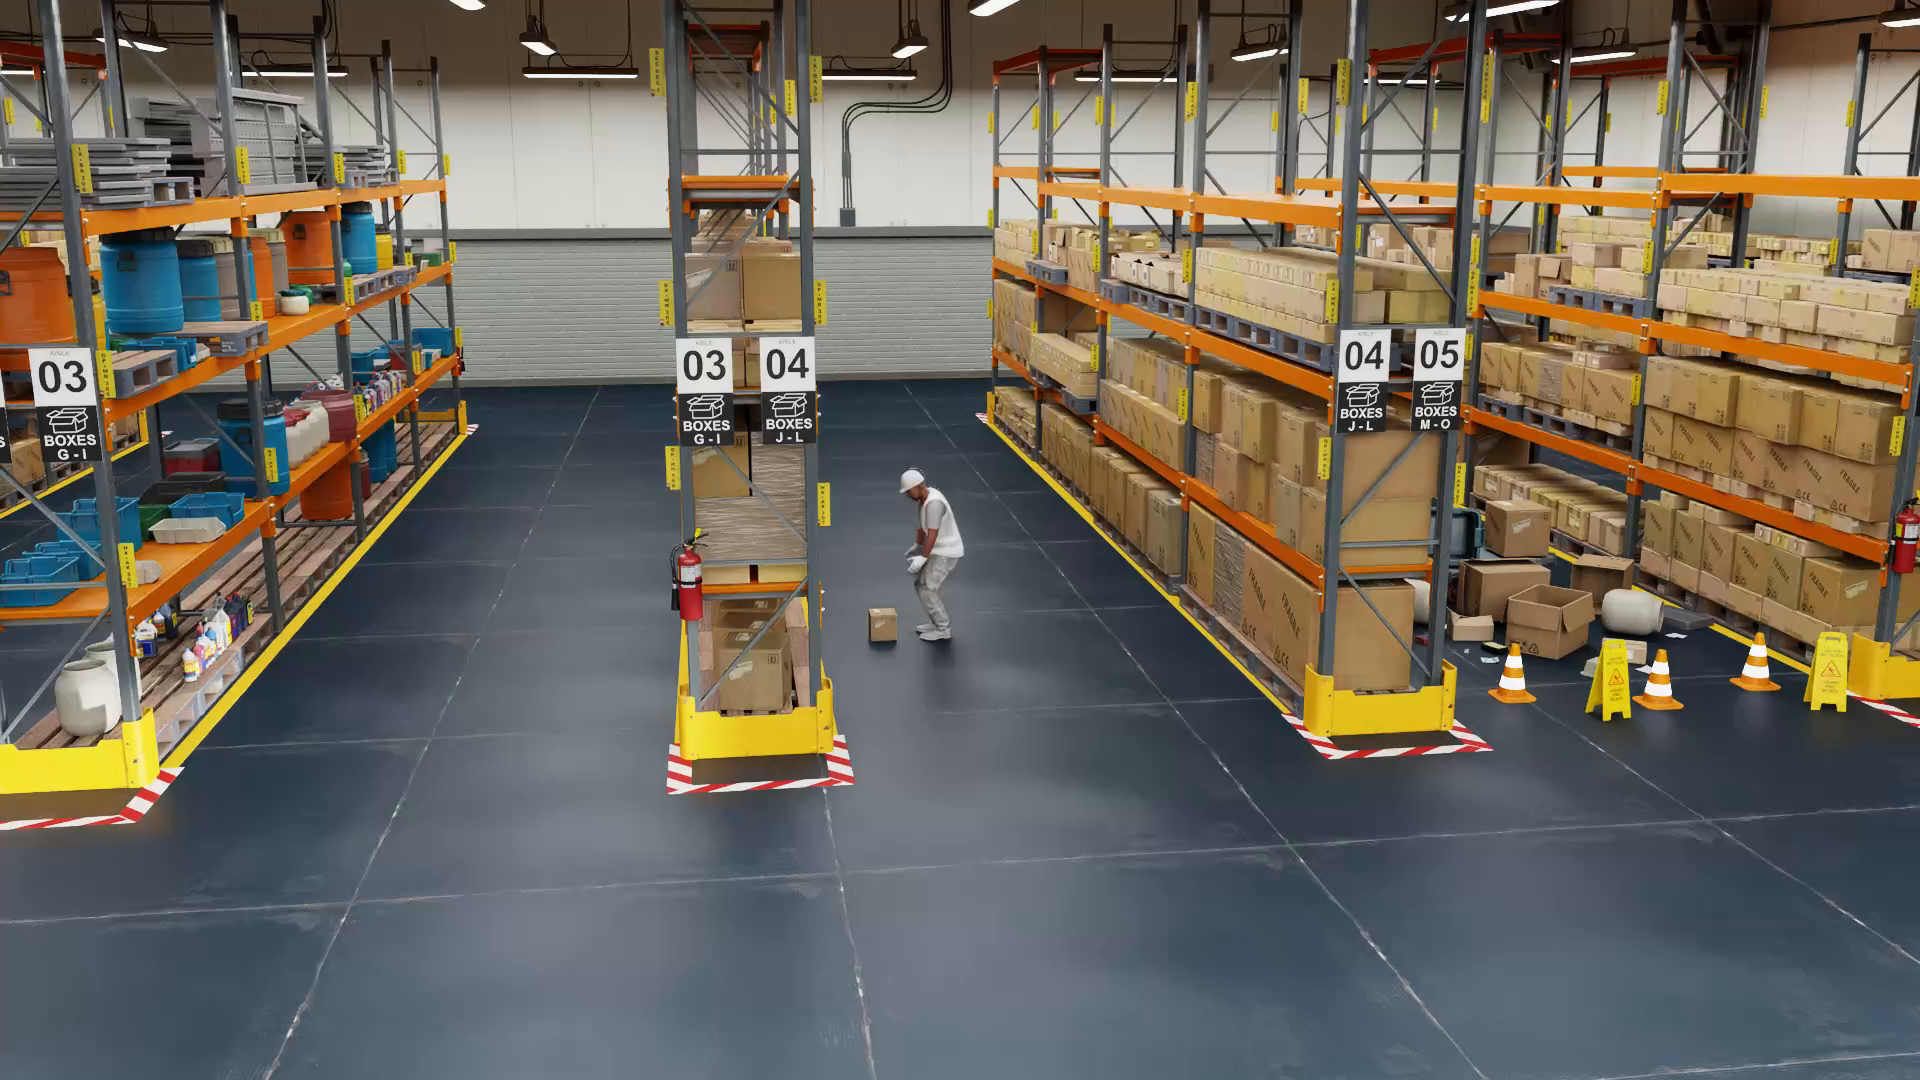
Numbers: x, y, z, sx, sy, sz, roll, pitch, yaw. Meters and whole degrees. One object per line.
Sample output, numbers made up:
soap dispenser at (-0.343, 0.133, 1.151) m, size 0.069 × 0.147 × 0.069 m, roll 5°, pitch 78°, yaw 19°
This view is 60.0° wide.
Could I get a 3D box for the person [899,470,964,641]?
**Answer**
person at (-0.270, 0.132, 15.729) m, size 0.606 × 1.624 × 0.598 m, roll -2°, pitch 13°, yaw -7°
